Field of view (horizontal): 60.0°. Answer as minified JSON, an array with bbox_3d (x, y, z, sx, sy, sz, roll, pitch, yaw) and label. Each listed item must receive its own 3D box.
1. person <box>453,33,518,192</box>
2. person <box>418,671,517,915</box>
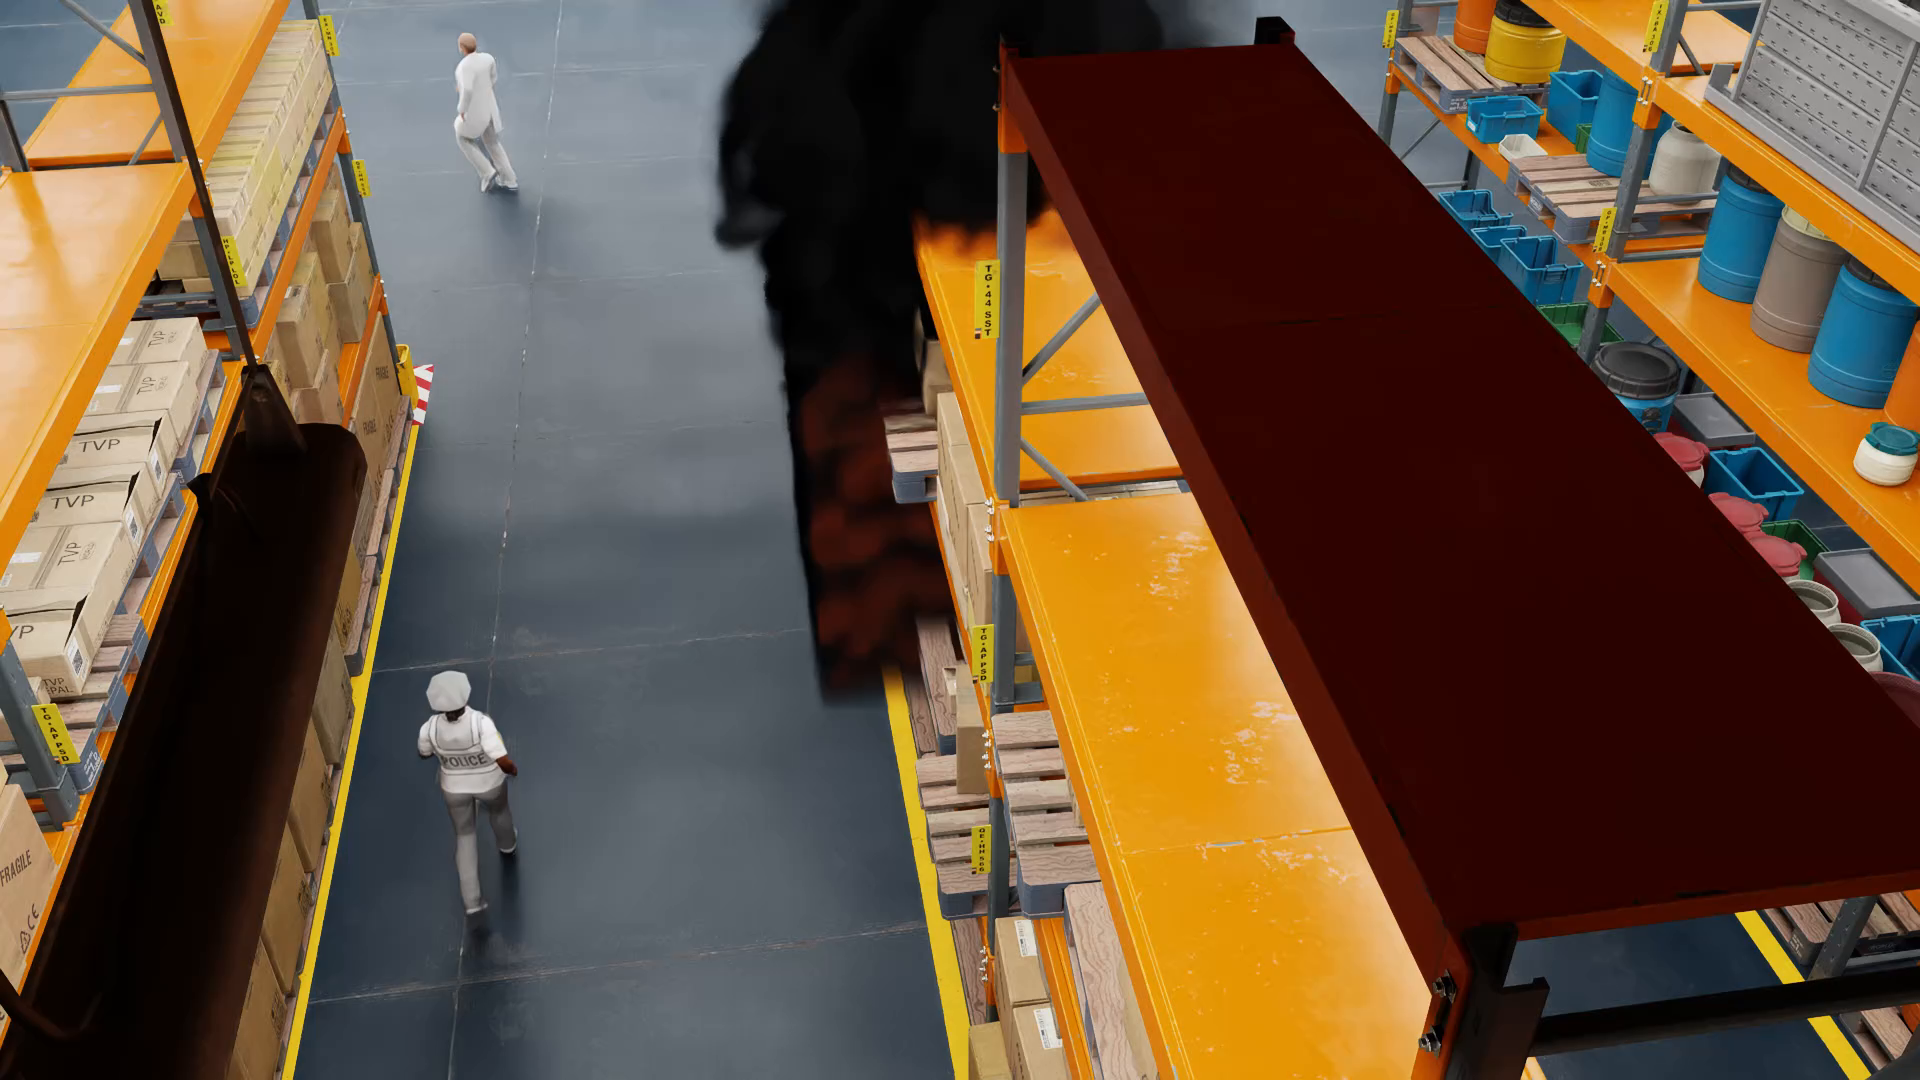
[{"bbox_3d":[-5.346,-4.717,18.409,0.745,1.798,0.732,18,40,23],"label":"person"},{"bbox_3d":[-2.922,1.463,9.999,0.575,1.684,0.941,-6,37,-8],"label":"person"}]
